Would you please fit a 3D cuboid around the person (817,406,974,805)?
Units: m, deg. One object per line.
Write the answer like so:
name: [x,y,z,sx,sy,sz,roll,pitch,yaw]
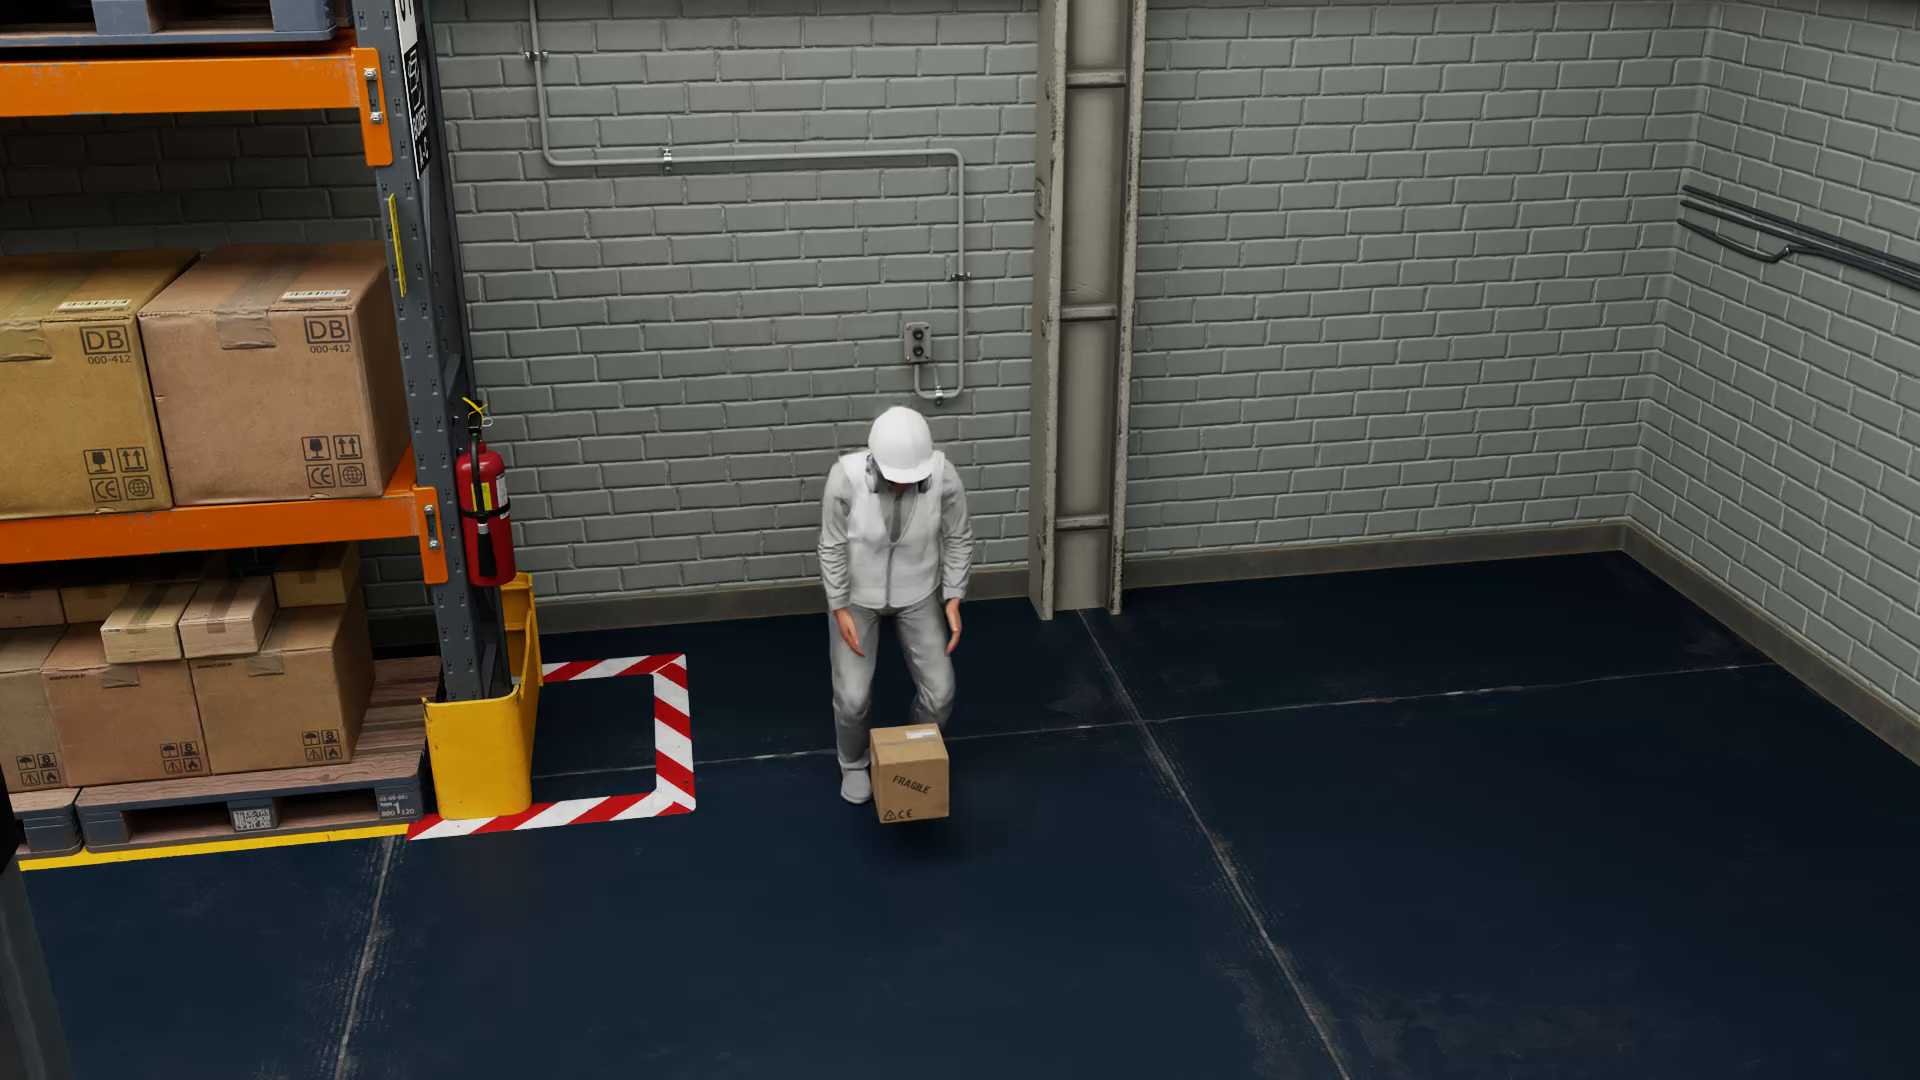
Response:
person: [-0.239,0.224,6.238,0.581,1.628,0.604,-4,23,-9]
